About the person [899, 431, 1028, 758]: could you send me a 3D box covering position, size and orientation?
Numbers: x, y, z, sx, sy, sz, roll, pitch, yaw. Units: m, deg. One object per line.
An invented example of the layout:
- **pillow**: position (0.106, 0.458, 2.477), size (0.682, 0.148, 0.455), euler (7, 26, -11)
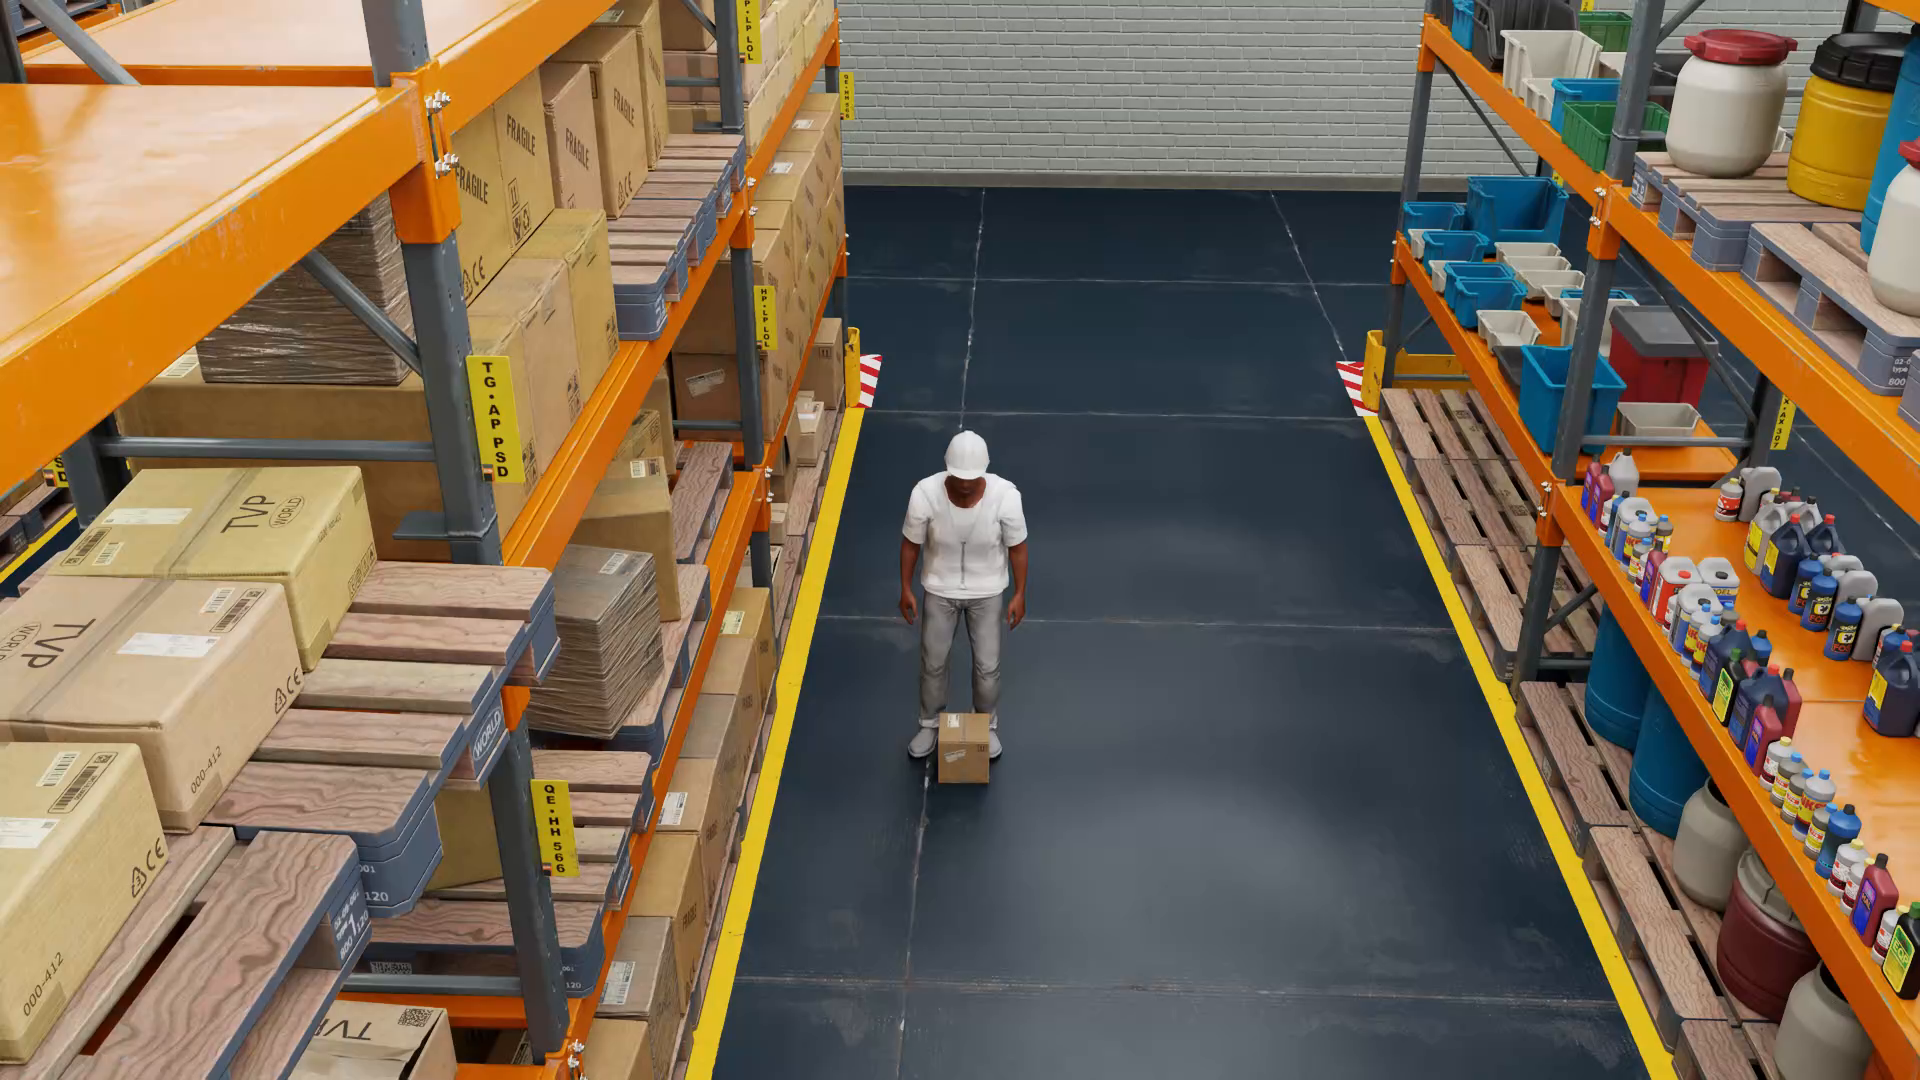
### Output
- **person**: position (0.014, 0.260, 8.109), size (0.627, 1.760, 0.461), euler (2, 28, 3)
